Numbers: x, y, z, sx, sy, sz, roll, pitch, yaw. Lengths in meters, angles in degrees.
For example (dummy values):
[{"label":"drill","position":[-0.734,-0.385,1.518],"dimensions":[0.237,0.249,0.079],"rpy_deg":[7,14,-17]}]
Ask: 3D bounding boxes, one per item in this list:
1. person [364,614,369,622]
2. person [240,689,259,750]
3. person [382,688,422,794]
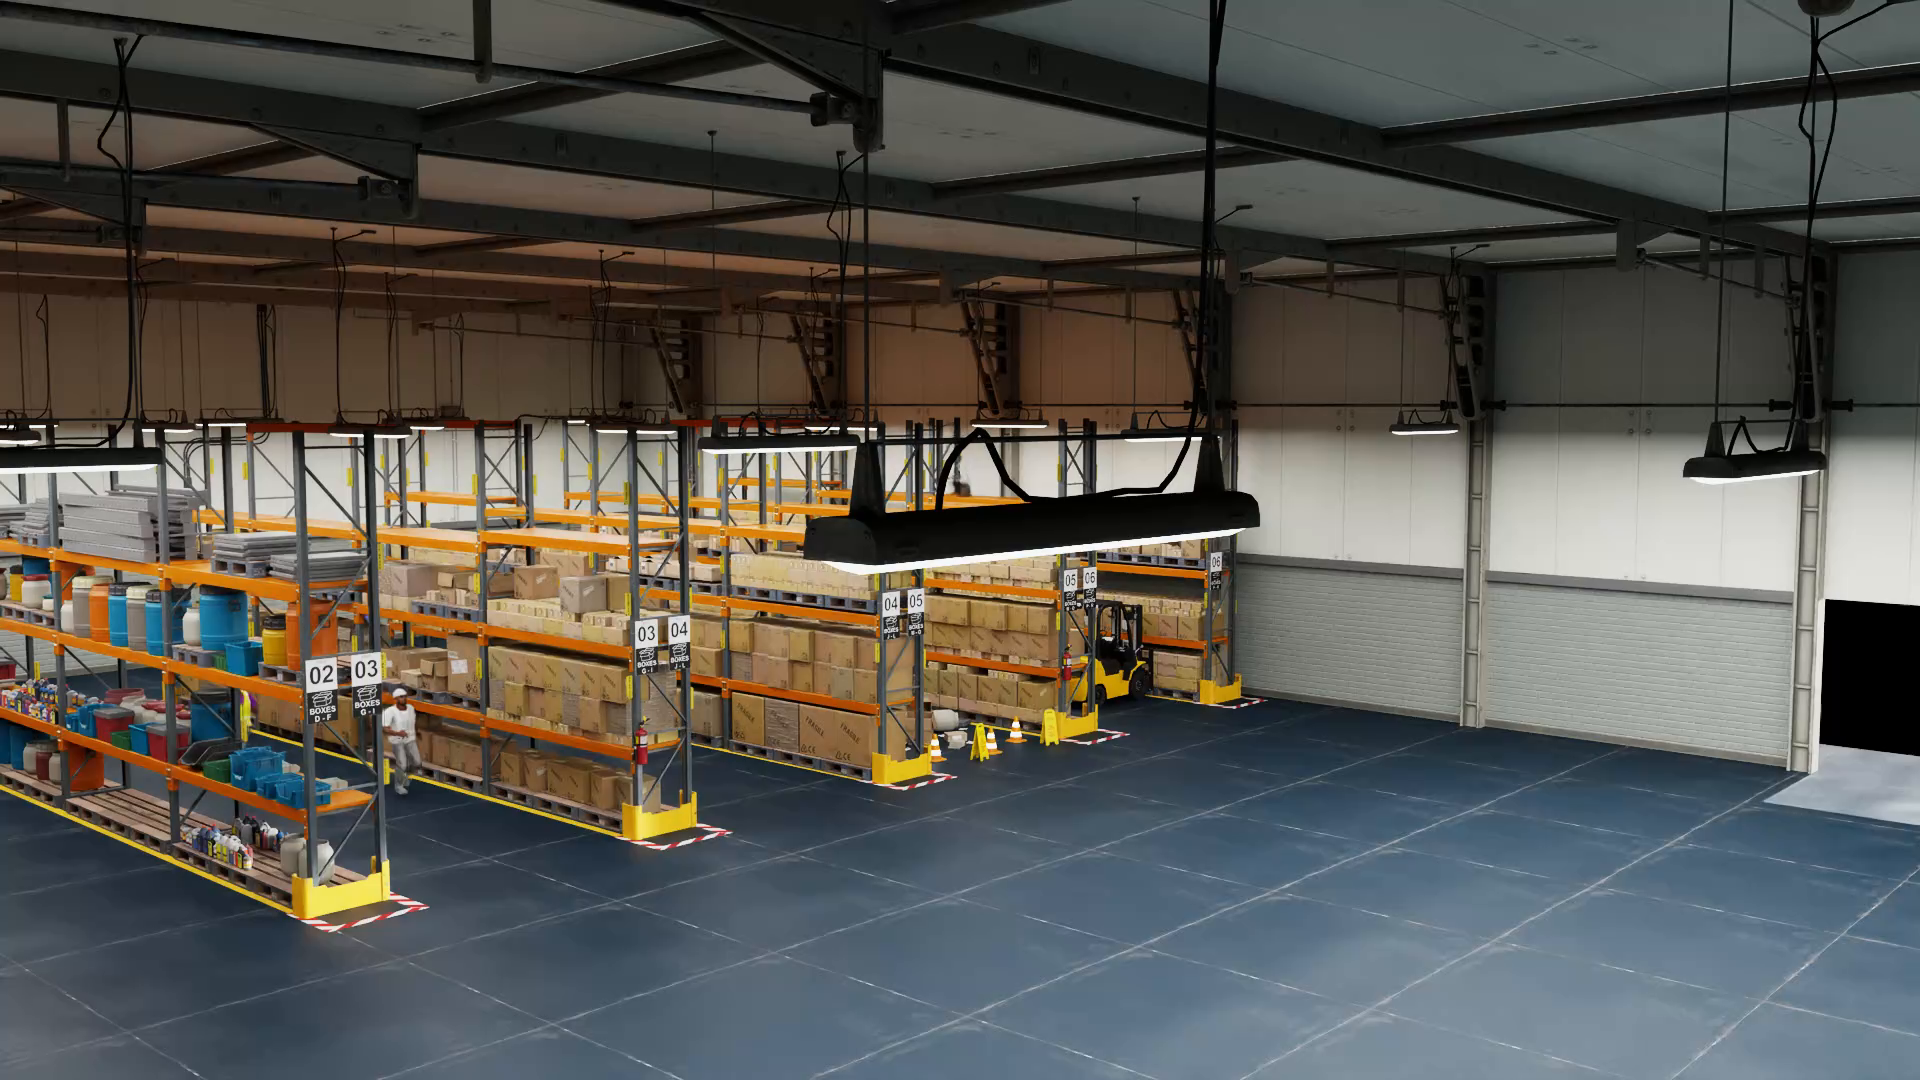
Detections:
[{"label":"person","position":[-14.103,2.303,39.392],"dimensions":[0.579,1.642,0.625],"rpy_deg":[0,5,2]},{"label":"person","position":[-12.073,3.149,27.830],"dimensions":[0.946,1.778,0.693],"rpy_deg":[3,5,31]},{"label":"person","position":[-9.003,3.263,26.960],"dimensions":[0.582,1.724,0.692],"rpy_deg":[4,6,40]}]
